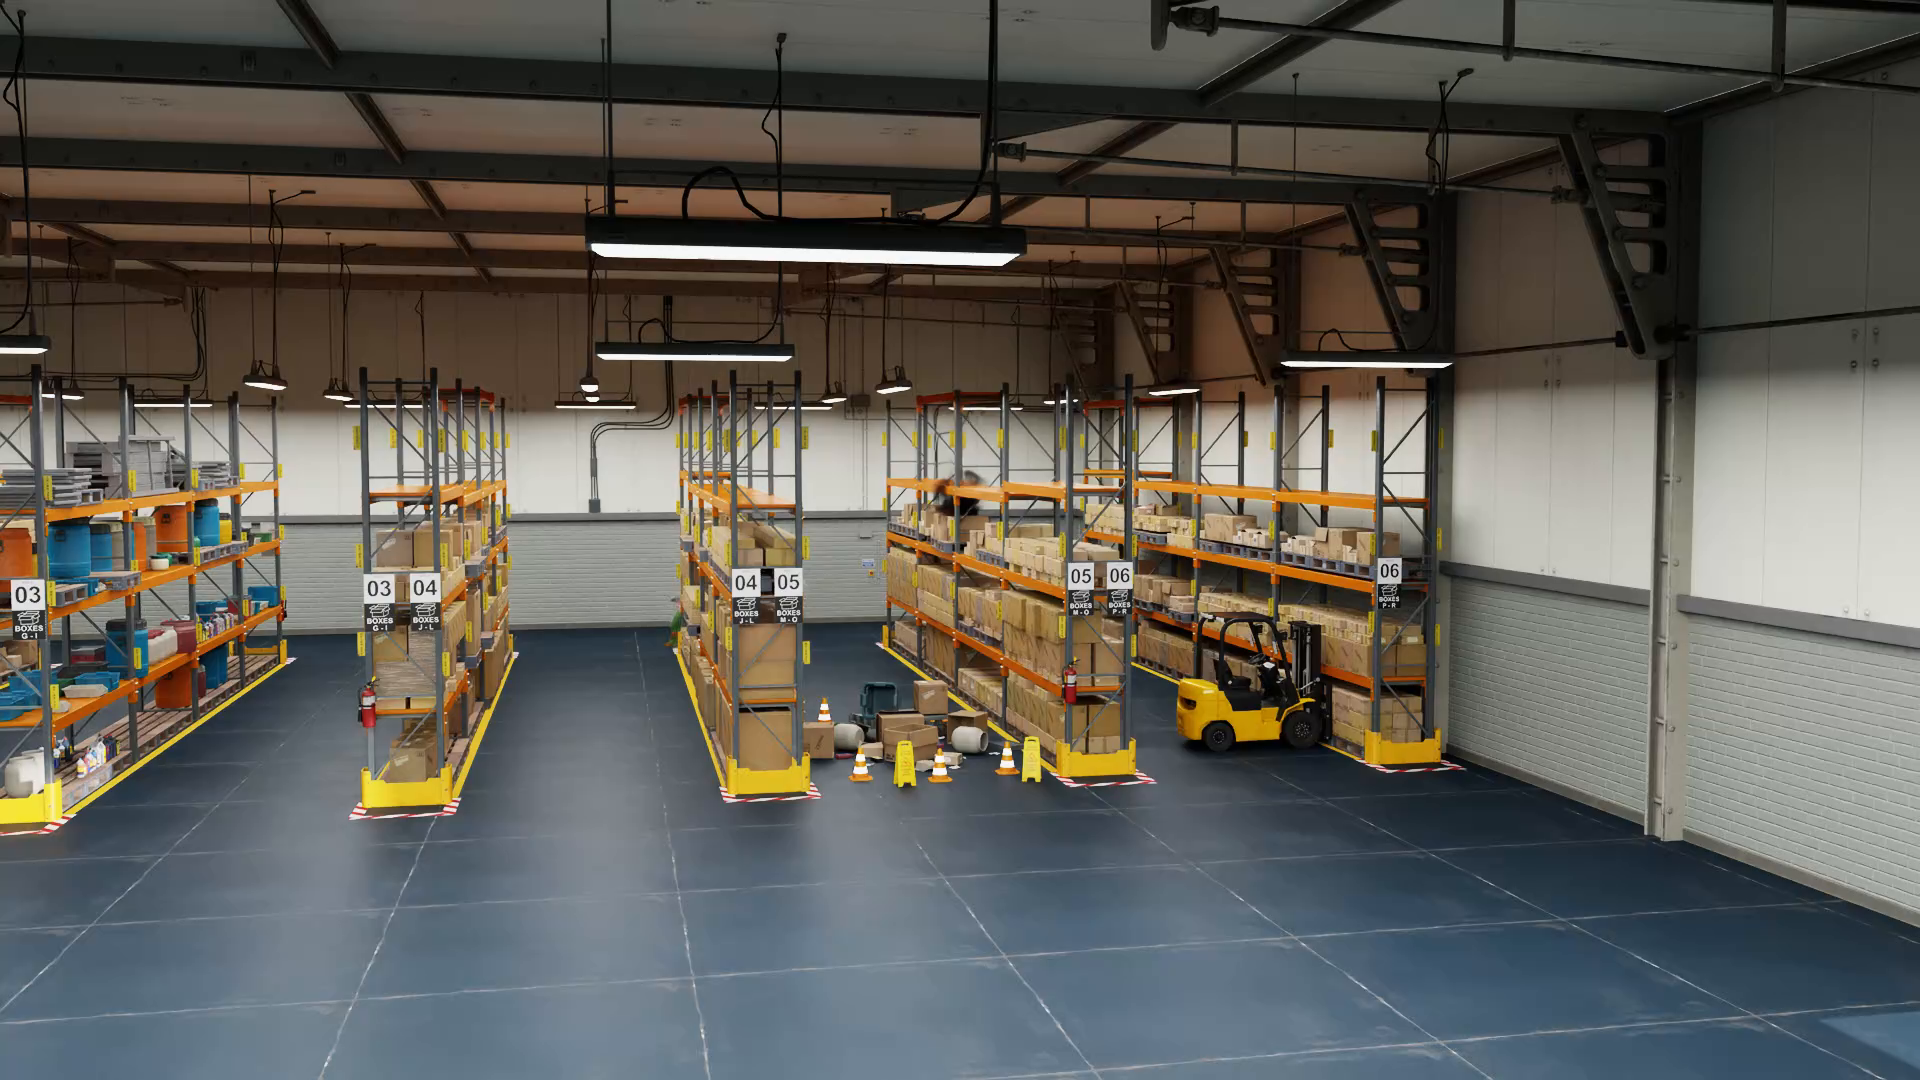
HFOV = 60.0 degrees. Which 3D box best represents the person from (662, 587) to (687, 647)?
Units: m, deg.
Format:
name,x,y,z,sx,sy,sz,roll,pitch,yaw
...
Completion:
name,x,y,z,sx,sy,sz,roll,pitch,yaw
person,-6.768,1.706,40.356,0.947,1.742,0.707,-2,4,-24
